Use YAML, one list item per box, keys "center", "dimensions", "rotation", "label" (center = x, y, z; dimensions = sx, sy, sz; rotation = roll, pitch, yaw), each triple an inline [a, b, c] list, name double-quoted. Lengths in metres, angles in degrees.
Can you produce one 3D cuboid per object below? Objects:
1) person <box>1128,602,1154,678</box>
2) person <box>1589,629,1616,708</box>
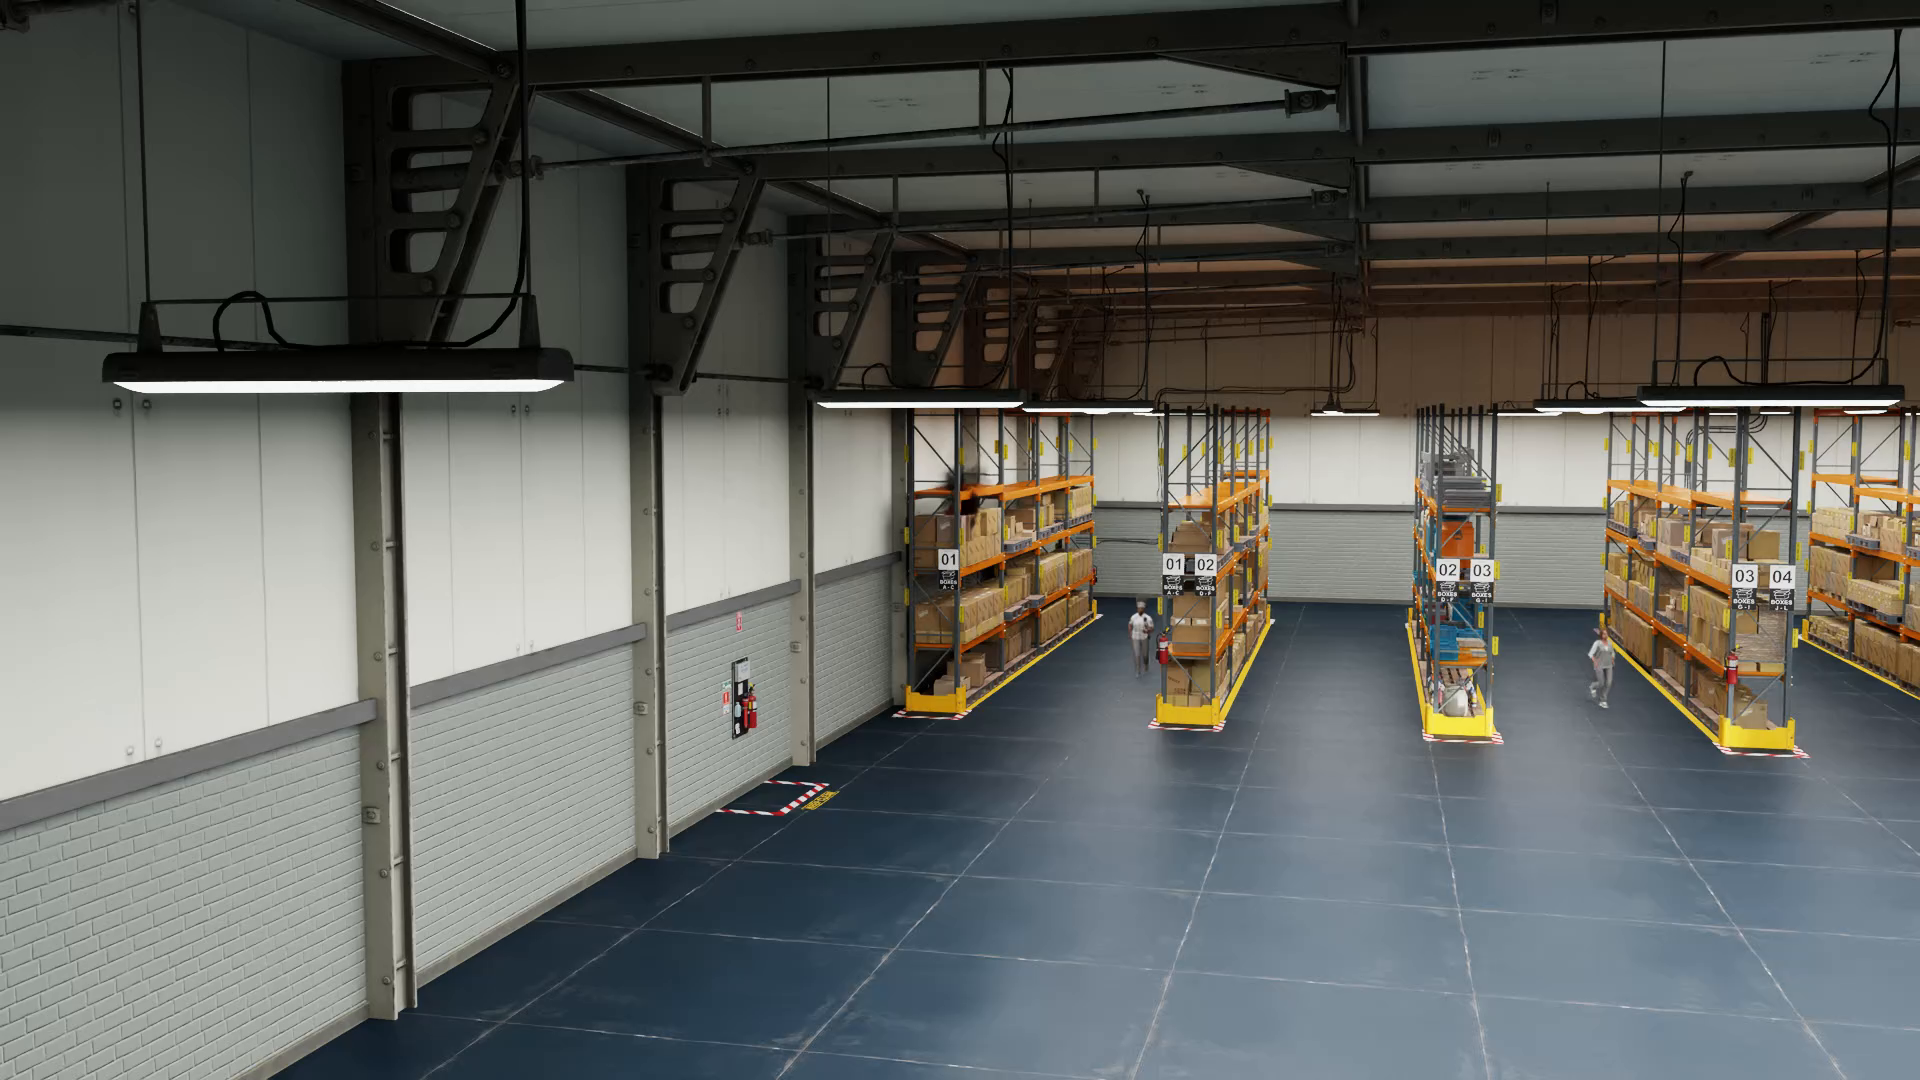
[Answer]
- center: [4.009, 2.196, 36.926]
  dimensions: [0.588, 1.669, 0.834]
  rotation: [1, 4, 11]
  label: "person"
- center: [12.802, 2.541, 33.141]
  dimensions: [0.537, 1.561, 0.589]
  rotation: [0, 4, -3]
  label: "person"
